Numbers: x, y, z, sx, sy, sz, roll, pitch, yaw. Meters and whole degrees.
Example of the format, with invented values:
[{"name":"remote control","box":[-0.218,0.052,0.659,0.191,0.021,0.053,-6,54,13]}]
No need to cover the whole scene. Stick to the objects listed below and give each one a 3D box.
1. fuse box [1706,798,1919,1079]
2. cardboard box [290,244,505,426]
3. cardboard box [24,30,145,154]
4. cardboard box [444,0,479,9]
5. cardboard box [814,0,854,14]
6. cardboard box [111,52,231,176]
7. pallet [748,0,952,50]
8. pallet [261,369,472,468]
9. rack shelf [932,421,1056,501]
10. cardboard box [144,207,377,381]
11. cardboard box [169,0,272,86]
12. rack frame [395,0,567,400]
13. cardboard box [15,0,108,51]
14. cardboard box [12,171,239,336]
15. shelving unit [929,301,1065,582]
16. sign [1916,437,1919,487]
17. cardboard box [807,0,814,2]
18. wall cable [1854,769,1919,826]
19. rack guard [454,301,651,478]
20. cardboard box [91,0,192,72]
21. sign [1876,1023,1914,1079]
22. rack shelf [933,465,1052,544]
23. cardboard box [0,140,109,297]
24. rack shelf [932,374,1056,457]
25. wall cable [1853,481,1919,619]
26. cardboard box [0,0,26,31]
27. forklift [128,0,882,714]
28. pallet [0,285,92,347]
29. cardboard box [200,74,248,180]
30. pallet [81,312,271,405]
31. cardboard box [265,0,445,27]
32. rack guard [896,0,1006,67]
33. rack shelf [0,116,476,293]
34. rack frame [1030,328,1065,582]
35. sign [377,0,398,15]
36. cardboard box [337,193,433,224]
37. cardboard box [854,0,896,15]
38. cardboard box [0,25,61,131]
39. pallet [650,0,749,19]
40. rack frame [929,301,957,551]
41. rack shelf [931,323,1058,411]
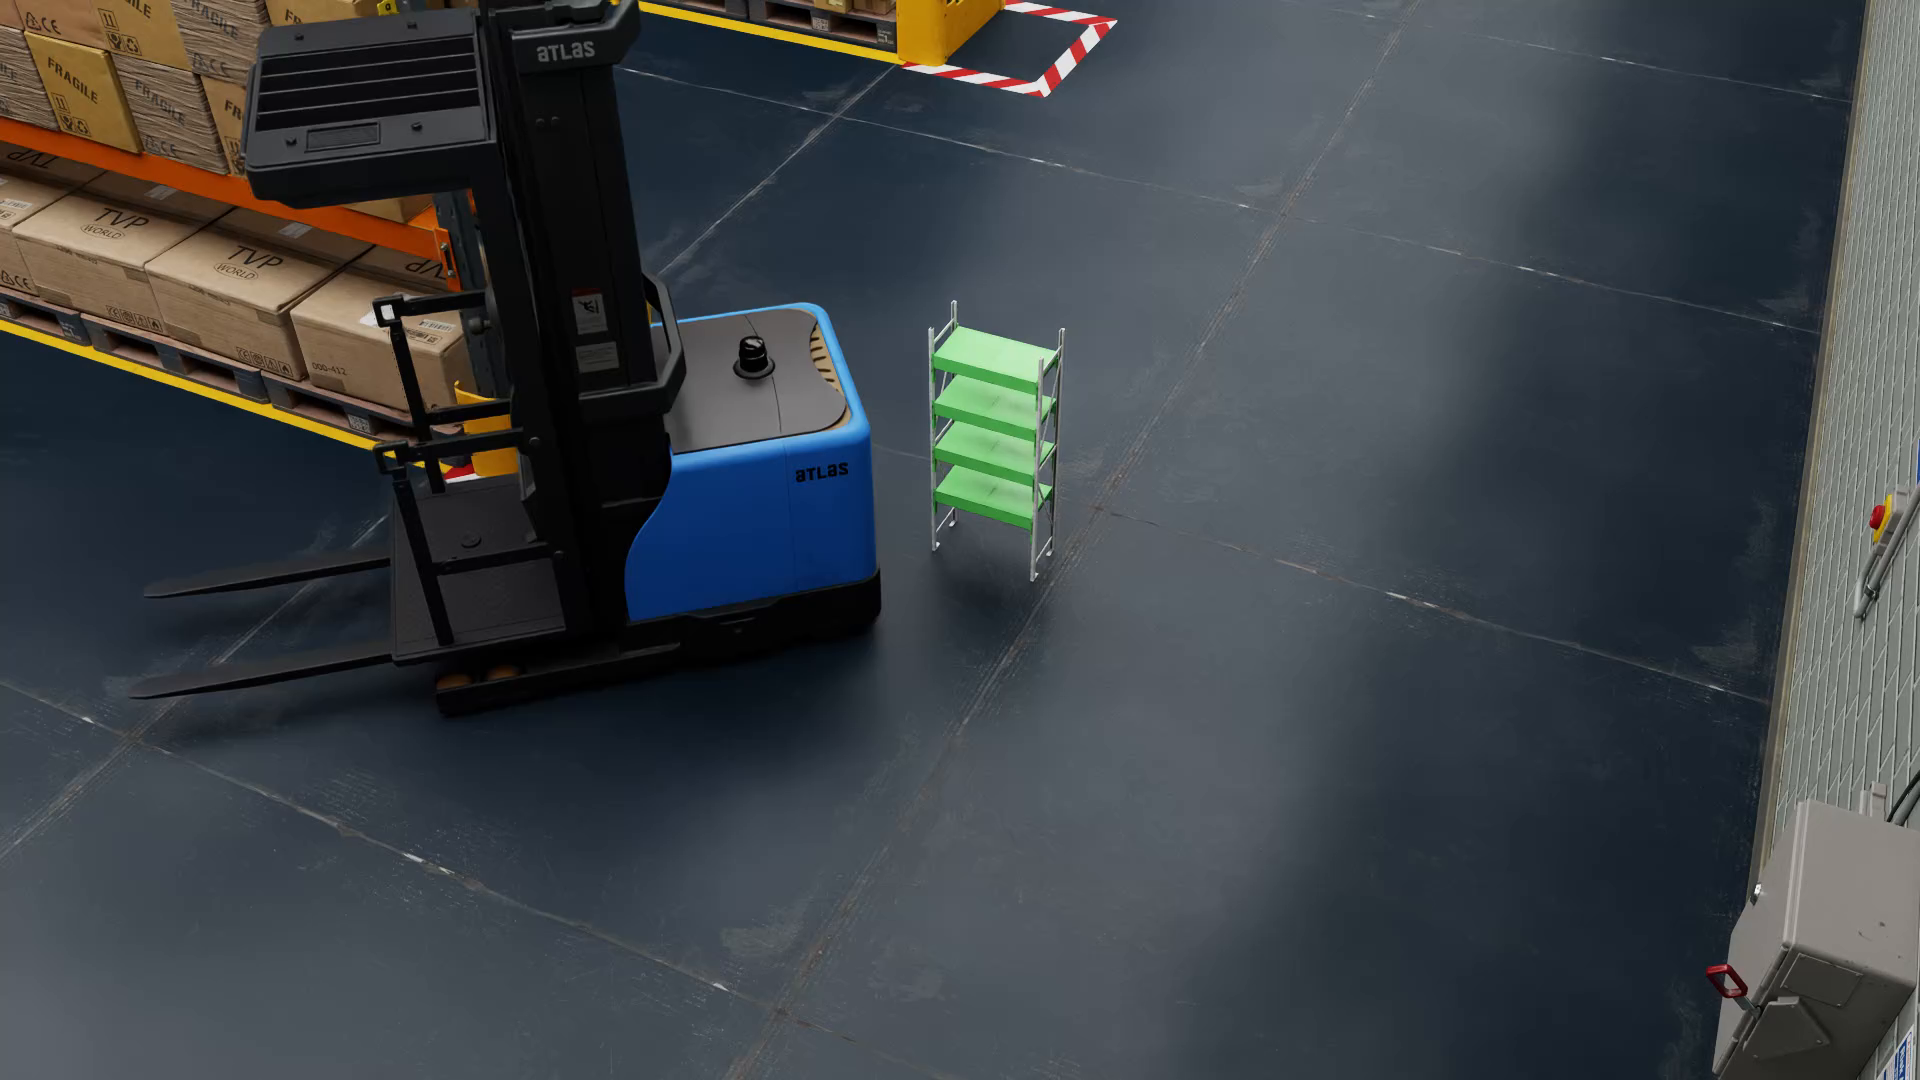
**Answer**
[{"name":"fuse box","box":[2.117,1.480,4.619,0.414,1.711,0.539,17,44,19]},{"name":"cardboard box","box":[-2.623,-1.074,8.219,0.875,0.438,0.875,16,43,17]},{"name":"cardboard box","box":[-3.923,-2.195,7.799,0.500,0.500,0.500,18,44,20]},{"name":"cardboard box","box":[-2.297,-2.478,7.363,0.500,0.500,0.500,16,43,18]},{"name":"cardboard box","box":[-0.822,-3.841,11.631,0.250,0.149,0.380,18,44,20]},{"name":"cardboard box","box":[-3.450,-2.059,7.643,0.500,0.500,0.500,18,44,20]},{"name":"pallet","box":[-0.771,-3.940,12.018,1.213,0.211,1.003,17,44,19]},{"name":"pallet","box":[-2.740,-0.882,8.490,1.213,0.211,1.003,17,44,19]},{"name":"rack shelf","box":[0.150,-0.359,7.230,0.480,0.148,0.258,17,44,19]},{"name":"cardboard box","box":[-3.455,-1.323,8.505,0.875,0.438,0.875,18,44,20]},{"name":"cardboard box","box":[-3.006,-2.296,7.152,0.500,0.500,0.500,17,44,19]},{"name":"rack frame","box":[-1.982,-1.760,7.375,0.127,3.000,1.000,17,44,19]},{"name":"cardboard box","box":[-3.907,-2.575,7.475,0.500,0.500,0.500,17,44,18]},{"name":"cardboard box","box":[-4.272,-1.574,8.795,0.875,0.438,0.875,16,43,17]},{"name":"shelving unit","box":[0.150,-0.408,7.188,0.503,1.200,0.258,17,44,19]},{"name":"sign","box":[3.213,-0.327,5.514,0.001,0.218,0.327,17,44,19]},{"name":"cardboard box","box":[-1.025,-3.965,11.775,0.250,0.149,0.380,17,44,18]},{"name":"wall cable","box":[2.549,0.248,4.282,0.122,1.984,0.588,17,44,19]},{"name":"rack guard","box":[-1.960,-0.809,8.186,0.348,0.500,1.175,17,44,19]},{"name":"cardboard box","box":[-3.453,-2.434,7.313,0.500,0.500,0.500,17,44,18]},{"name":"sign","box":[2.096,1.380,3.824,0.001,0.494,0.329,17,44,19]},{"name":"rack shelf","box":[0.150,-0.178,7.387,0.480,0.148,0.258,17,44,19]},{"name":"cardboard box","box":[-5.083,-1.821,9.080,0.875,0.438,0.875,16,44,18]},{"name":"rack shelf","box":[0.150,-0.541,7.073,0.480,0.148,0.258,17,44,19]},{"name":"wall cable","box":[3.138,-0.609,5.246,0.123,1.953,0.585,17,44,19]},{"name":"cardboard box","box":[-4.363,-2.716,7.637,0.500,0.500,0.500,18,44,19]},{"name":"forklift","box":[-1.914,-0.785,6.302,3.031,2.935,1.130,-10,42,-11]},{"name":"pallet","box":[-4.951,-1.557,9.270,1.213,0.211,1.003,17,44,19]},{"name":"cardboard box","box":[-2.980,-1.923,7.486,0.500,0.500,0.500,16,43,18]},{"name":"pallet","box":[-3.841,-1.220,8.881,1.213,0.211,1.003,17,44,19]},{"name":"cardboard box","box":[-2.520,-2.168,7.006,0.500,0.500,0.500,18,44,20]},{"name":"rack guard","box":[-0.050,-3.803,11.640,0.348,0.500,1.175,17,44,19]},{"name":"rack shelf","box":[-3.795,-2.042,8.249,4.000,0.370,1.077,17,44,19]},{"name":"rack frame","box":[0.371,-0.340,7.110,0.015,1.200,0.240,17,44,19]},{"name":"sign","box":[-2.224,-1.969,6.551,0.005,0.325,0.100,17,44,19]},{"name":"cardboard box","box":[-2.531,-1.775,7.315,0.500,0.500,0.500,17,44,19]},{"name":"cardboard box","box":[-0.546,-3.830,11.618,0.250,0.149,0.380,18,44,19]},{"name":"cardboard box","box":[-4.390,-2.337,7.964,0.500,0.500,0.500,17,44,19]},{"name":"pallet","box":[-1.873,-4.279,12.409,1.213,0.211,1.003,17,44,19]},{"name":"rack frame","box":[-0.071,-0.475,7.266,0.015,1.200,0.240,17,44,19]},{"name":"rack shelf","box":[0.150,-0.722,6.916,0.480,0.148,0.258,17,44,19]}]
